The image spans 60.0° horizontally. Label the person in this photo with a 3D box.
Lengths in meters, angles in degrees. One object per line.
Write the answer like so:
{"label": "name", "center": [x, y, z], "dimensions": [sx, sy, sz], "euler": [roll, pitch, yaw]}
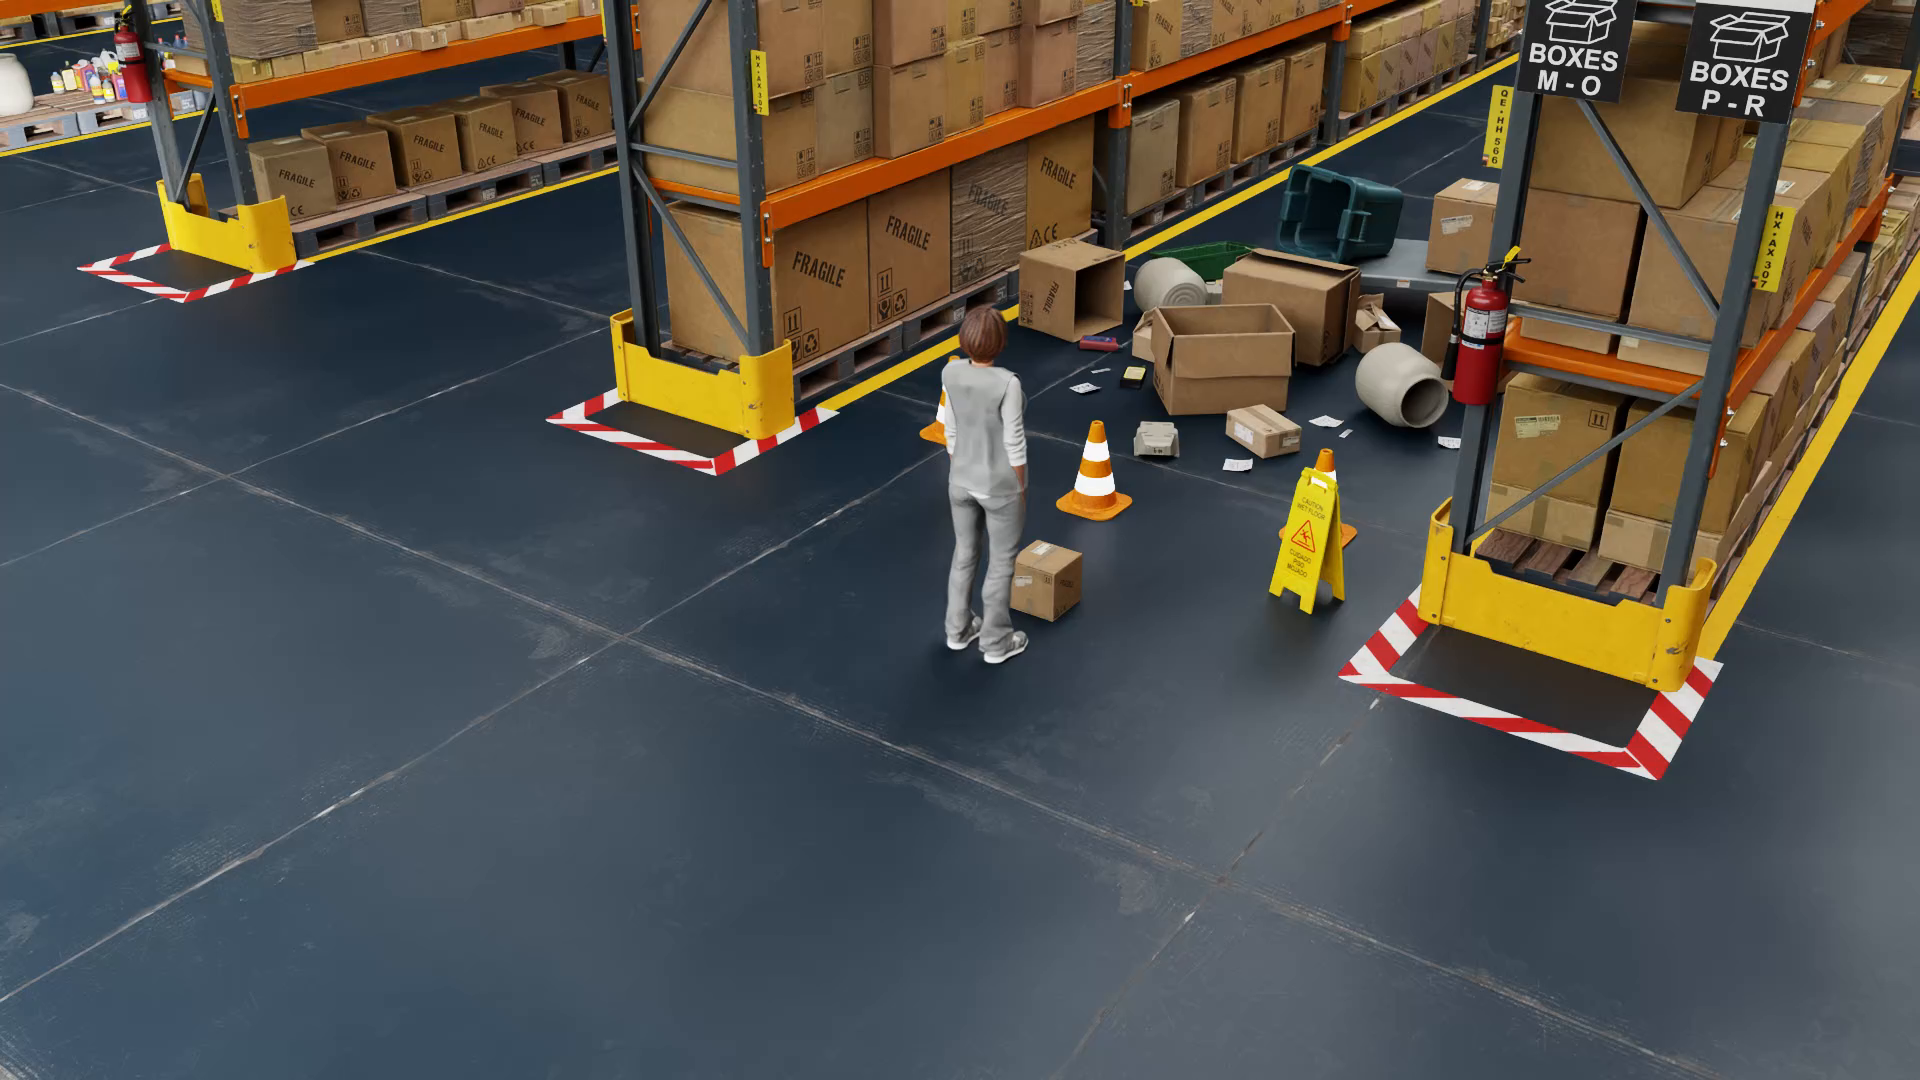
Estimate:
{"label": "person", "center": [0.107, -0.233, 7.080], "dimensions": [0.406, 1.601, 0.308], "euler": [18, 33, 31]}
